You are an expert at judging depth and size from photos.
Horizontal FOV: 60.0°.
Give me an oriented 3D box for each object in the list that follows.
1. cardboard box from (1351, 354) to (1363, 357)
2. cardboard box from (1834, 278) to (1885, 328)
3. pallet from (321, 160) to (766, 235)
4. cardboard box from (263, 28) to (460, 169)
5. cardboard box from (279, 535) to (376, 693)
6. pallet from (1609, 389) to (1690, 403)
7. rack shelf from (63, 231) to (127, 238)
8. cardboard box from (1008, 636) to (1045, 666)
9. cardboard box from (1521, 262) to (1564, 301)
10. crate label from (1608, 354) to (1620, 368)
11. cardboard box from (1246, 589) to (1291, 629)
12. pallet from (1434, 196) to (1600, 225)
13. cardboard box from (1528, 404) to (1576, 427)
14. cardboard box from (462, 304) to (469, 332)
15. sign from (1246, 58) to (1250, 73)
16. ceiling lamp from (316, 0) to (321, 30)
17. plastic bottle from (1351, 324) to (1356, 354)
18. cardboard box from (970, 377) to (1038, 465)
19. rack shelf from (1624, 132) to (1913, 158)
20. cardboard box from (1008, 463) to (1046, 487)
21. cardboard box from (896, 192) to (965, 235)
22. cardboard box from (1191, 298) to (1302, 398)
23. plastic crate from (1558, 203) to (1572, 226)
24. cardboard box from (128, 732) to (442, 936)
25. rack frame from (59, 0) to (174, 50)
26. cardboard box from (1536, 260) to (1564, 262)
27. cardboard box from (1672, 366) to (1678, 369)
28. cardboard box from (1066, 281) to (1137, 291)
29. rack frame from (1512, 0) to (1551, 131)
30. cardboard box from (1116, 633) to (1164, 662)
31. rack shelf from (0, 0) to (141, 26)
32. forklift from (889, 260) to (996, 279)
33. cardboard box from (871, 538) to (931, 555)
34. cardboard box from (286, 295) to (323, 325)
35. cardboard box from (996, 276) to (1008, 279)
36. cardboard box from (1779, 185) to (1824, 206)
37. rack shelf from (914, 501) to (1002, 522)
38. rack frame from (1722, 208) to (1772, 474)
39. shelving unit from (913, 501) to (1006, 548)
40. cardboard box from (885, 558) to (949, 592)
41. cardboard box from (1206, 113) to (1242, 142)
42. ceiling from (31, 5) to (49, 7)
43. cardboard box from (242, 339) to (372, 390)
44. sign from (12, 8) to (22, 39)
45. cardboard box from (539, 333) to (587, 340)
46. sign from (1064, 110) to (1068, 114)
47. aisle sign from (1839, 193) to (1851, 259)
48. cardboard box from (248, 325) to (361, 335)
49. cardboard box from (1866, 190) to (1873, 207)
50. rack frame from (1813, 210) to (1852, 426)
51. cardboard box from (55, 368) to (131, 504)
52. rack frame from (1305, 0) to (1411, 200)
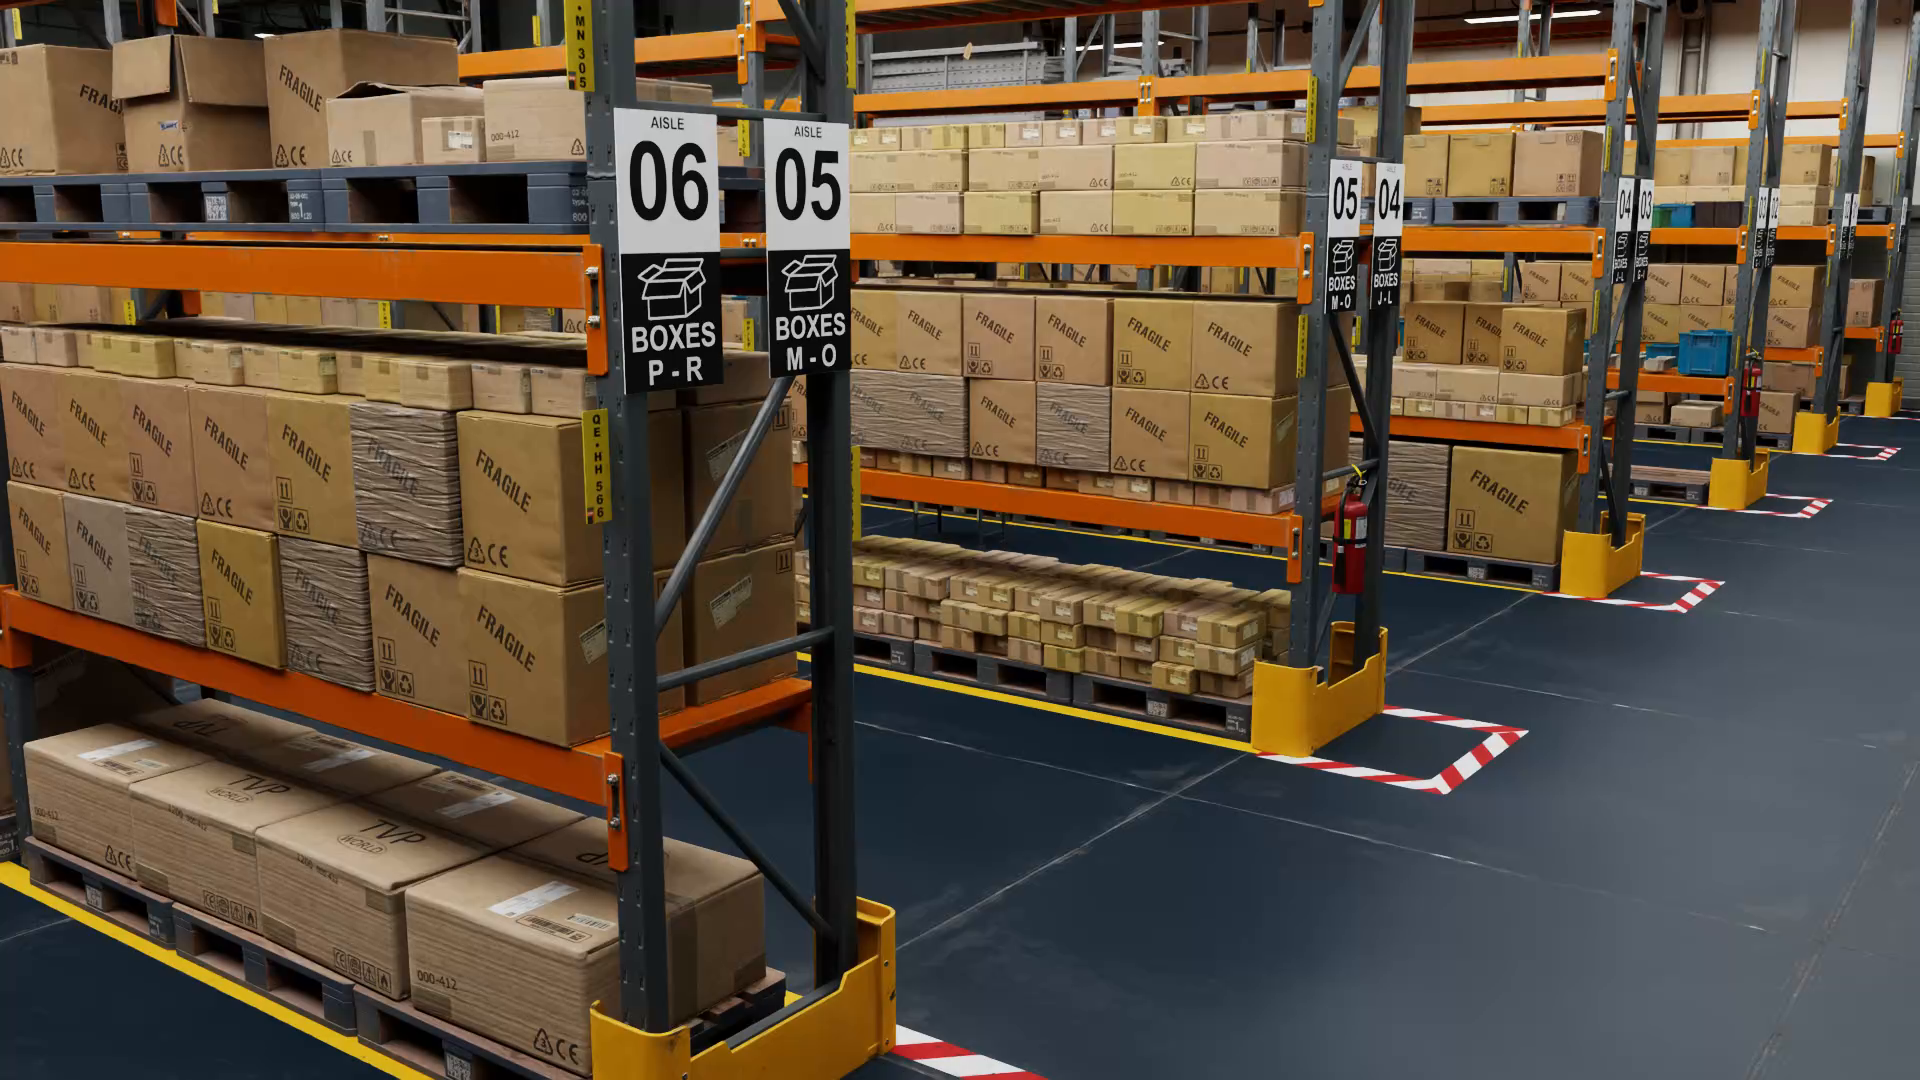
[{"bbox_3d":[3.277,-1.522,14.832,0.500,0.250,0.500,8,14,37],"label":"cardboard box"},{"bbox_3d":[13.539,-3.603,25.184,0.700,0.700,0.980,9,14,38],"label":"cardboard box"},{"bbox_3d":[-1.310,-1.118,5.470,1.213,0.211,1.003,8,13,36],"label":"pallet"},{"bbox_3d":[-2.242,-1.634,6.270,0.500,0.500,0.500,8,14,37],"label":"cardboard box"},{"bbox_3d":[-2.067,0.215,5.979,0.500,0.500,0.500,8,14,37],"label":"cardboard box"},{"bbox_3d":[11.298,-2.383,27.010,1.213,0.211,1.003,8,13,36],"label":"pallet"},{"bbox_3d":[-9.141,-3.070,17.218,4.000,0.370,1.077,8,13,36],"label":"rack shelf"},{"bbox_3d":[0.508,0.655,10.368,0.250,0.149,0.380,8,14,37],"label":"cardboard box"},{"bbox_3d":[8.016,-3.534,22.726,0.500,0.500,0.500,8,14,37],"label":"cardboard box"},{"bbox_3d":[6.863,-1.909,17.757,0.243,0.136,0.396,8,13,36],"label":"crate label"},{"bbox_3d":[1.922,0.414,10.047,0.250,0.149,0.380,7,13,33],"label":"cardboard box"},{"bbox_3d":[4.556,-2.635,13.312,1.213,0.211,1.003,8,13,36],"label":"pallet"},{"bbox_3d":[4.678,-0.991,13.136,0.250,0.149,0.380,8,14,37],"label":"cardboard box"},{"bbox_3d":[-6.061,-2.894,21.264,0.500,0.500,0.875,8,13,36],"label":"cardboard box"},{"bbox_3d":[4.253,-6.936,24.537,0.005,0.325,0.100,8,13,36],"label":"sign"},{"bbox_3d":[-14.523,-12.218,39.345,0.800,3.185,2.000,8,13,36],"label":"ceiling lamp"},{"bbox_3d":[4.743,-2.402,19.899,0.185,0.351,0.144,8,13,36],"label":"plastic bottle"},{"bbox_3d":[0.406,-0.755,10.207,0.500,0.500,0.500,9,14,38],"label":"cardboard box"},{"bbox_3d":[12.344,-6.020,25.623,4.000,0.370,1.077,8,13,36],"label":"rack shelf"},{"bbox_3d":[0.503,-0.432,10.248,0.250,0.149,0.380,8,14,37],"label":"cardboard box"},{"bbox_3d":[-0.047,-2.016,10.273,0.500,0.250,0.500,9,14,38],"label":"cardboard box"},{"bbox_3d":[1.627,-1.076,9.235,0.500,0.500,0.500,8,13,34],"label":"cardboard box"},{"bbox_3d":[6.488,-3.594,18.343,0.530,0.282,0.437,8,13,36],"label":"plastic crate"},{"bbox_3d":[-2.765,1.182,6.882,0.875,0.438,0.875,7,13,34],"label":"cardboard box"},{"bbox_3d":[-3.930,-3.002,7.078,0.127,3.000,1.000,8,13,36],"label":"rack frame"},{"bbox_3d":[9.797,-4.495,27.512,0.500,0.250,0.500,8,14,37],"label":"cardboard box"},{"bbox_3d":[11.677,-2.671,26.636,0.500,0.500,0.700,8,13,35],"label":"cardboard box"},{"bbox_3d":[1.416,-2.186,15.750,0.637,0.503,0.797,8,13,34],"label":"cardboard box"},{"bbox_3d":[7.803,-6.036,22.757,0.127,3.000,1.000,8,13,36],"label":"rack frame"},{"bbox_3d":[1.128,0.597,9.883,0.250,0.149,0.380,7,13,33],"label":"cardboard box"},{"bbox_3d":[-5.542,-2.678,8.347,4.000,0.370,1.077,8,13,36],"label":"rack shelf"},{"bbox_3d":[-0.192,-2.268,19.256,1.130,2.935,3.031,-3,11,-15],"label":"forklift"},{"bbox_3d":[-0.411,0.098,11.680,0.250,0.149,0.380,8,14,36],"label":"cardboard box"},{"bbox_3d":[-5.485,-1.982,14.702,0.500,0.500,0.700,8,13,35],"label":"cardboard box"},{"bbox_3d":[0.811,-4.383,28.039,0.250,0.149,0.380,8,13,34],"label":"cardboard box"},{"bbox_3d":[10.462,-4.304,20.781,0.500,0.250,0.500,8,13,36],"label":"cardboard box"},{"bbox_3d":[-0.005,-0.417,15.173,0.720,0.370,0.431,8,13,36],"label":"rack shelf"},{"bbox_3d":[8.092,-1.883,17.085,0.127,3.000,1.000,8,13,36],"label":"rack frame"},{"bbox_3d":[-0.005,-0.737,15.111,0.755,1.500,0.431,8,13,36],"label":"shelving unit"},{"bbox_3d":[-0.283,0.232,10.985,0.250,0.149,0.380,8,13,34],"label":"cardboard box"},{"bbox_3d":[1.547,-2.249,9.108,0.250,0.149,0.380,8,14,36],"label":"cardboard box"},{"bbox_3d":[-26.289,-14.887,44.818,6.000,0.001,6.000,8,13,36],"label":"ceiling"},{"bbox_3d":[-2.375,-0.643,6.073,0.250,0.149,0.380,8,14,37],"label":"cardboard box"},{"bbox_3d":[-10.421,-5.700,18.352,0.005,0.325,0.100,8,13,36],"label":"sign"},{"bbox_3d":[-3.227,-1.608,13.654,0.250,0.149,0.380,8,14,37],"label":"cardboard box"},{"bbox_3d":[1.324,-5.484,20.755,0.005,0.325,0.100,8,13,36],"label":"sign"},{"bbox_3d":[10.900,-3.862,20.473,0.004,0.787,0.394,8,13,36],"label":"aisle sign"},{"bbox_3d":[-2.712,-0.806,6.913,0.250,0.149,0.380,8,13,35],"label":"cardboard box"},{"bbox_3d":[13.513,-5.173,25.223,0.500,0.250,0.500,9,14,38],"label":"cardboard box"},{"bbox_3d":[11.027,-2.641,21.002,0.127,3.000,1.000,8,13,36],"label":"rack frame"},{"bbox_3d":[-3.286,-0.449,6.776,0.500,0.500,0.500,8,13,35],"label":"cardboard box"},{"bbox_3d":[2.143,-3.322,8.729,0.127,3.000,1.000,8,13,36],"label":"rack frame"}]
